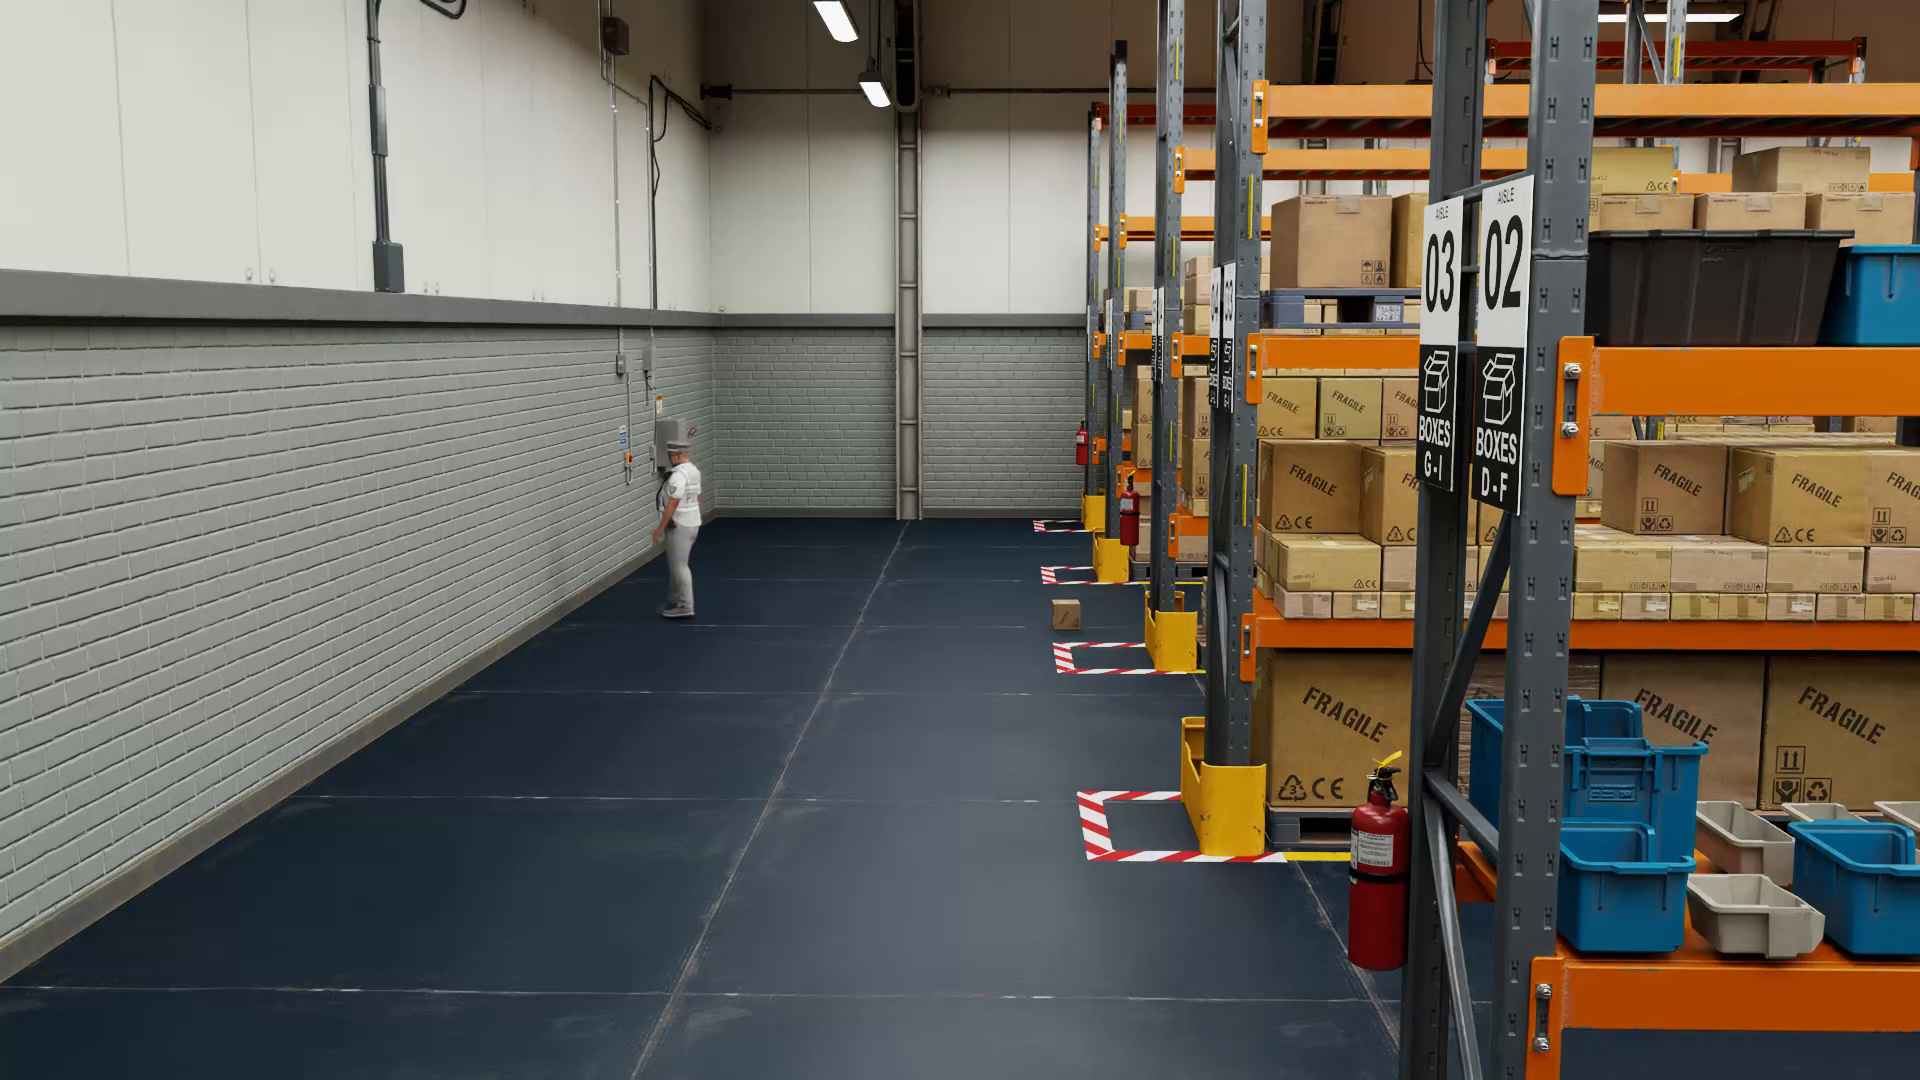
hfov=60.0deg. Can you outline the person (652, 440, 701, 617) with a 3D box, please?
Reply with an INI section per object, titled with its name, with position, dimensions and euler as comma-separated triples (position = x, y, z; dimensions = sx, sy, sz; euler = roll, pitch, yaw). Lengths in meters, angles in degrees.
[person]
position = -2.871, -0.108, 16.547
dimensions = 0.562, 1.774, 0.576
euler = 1, 7, 10
